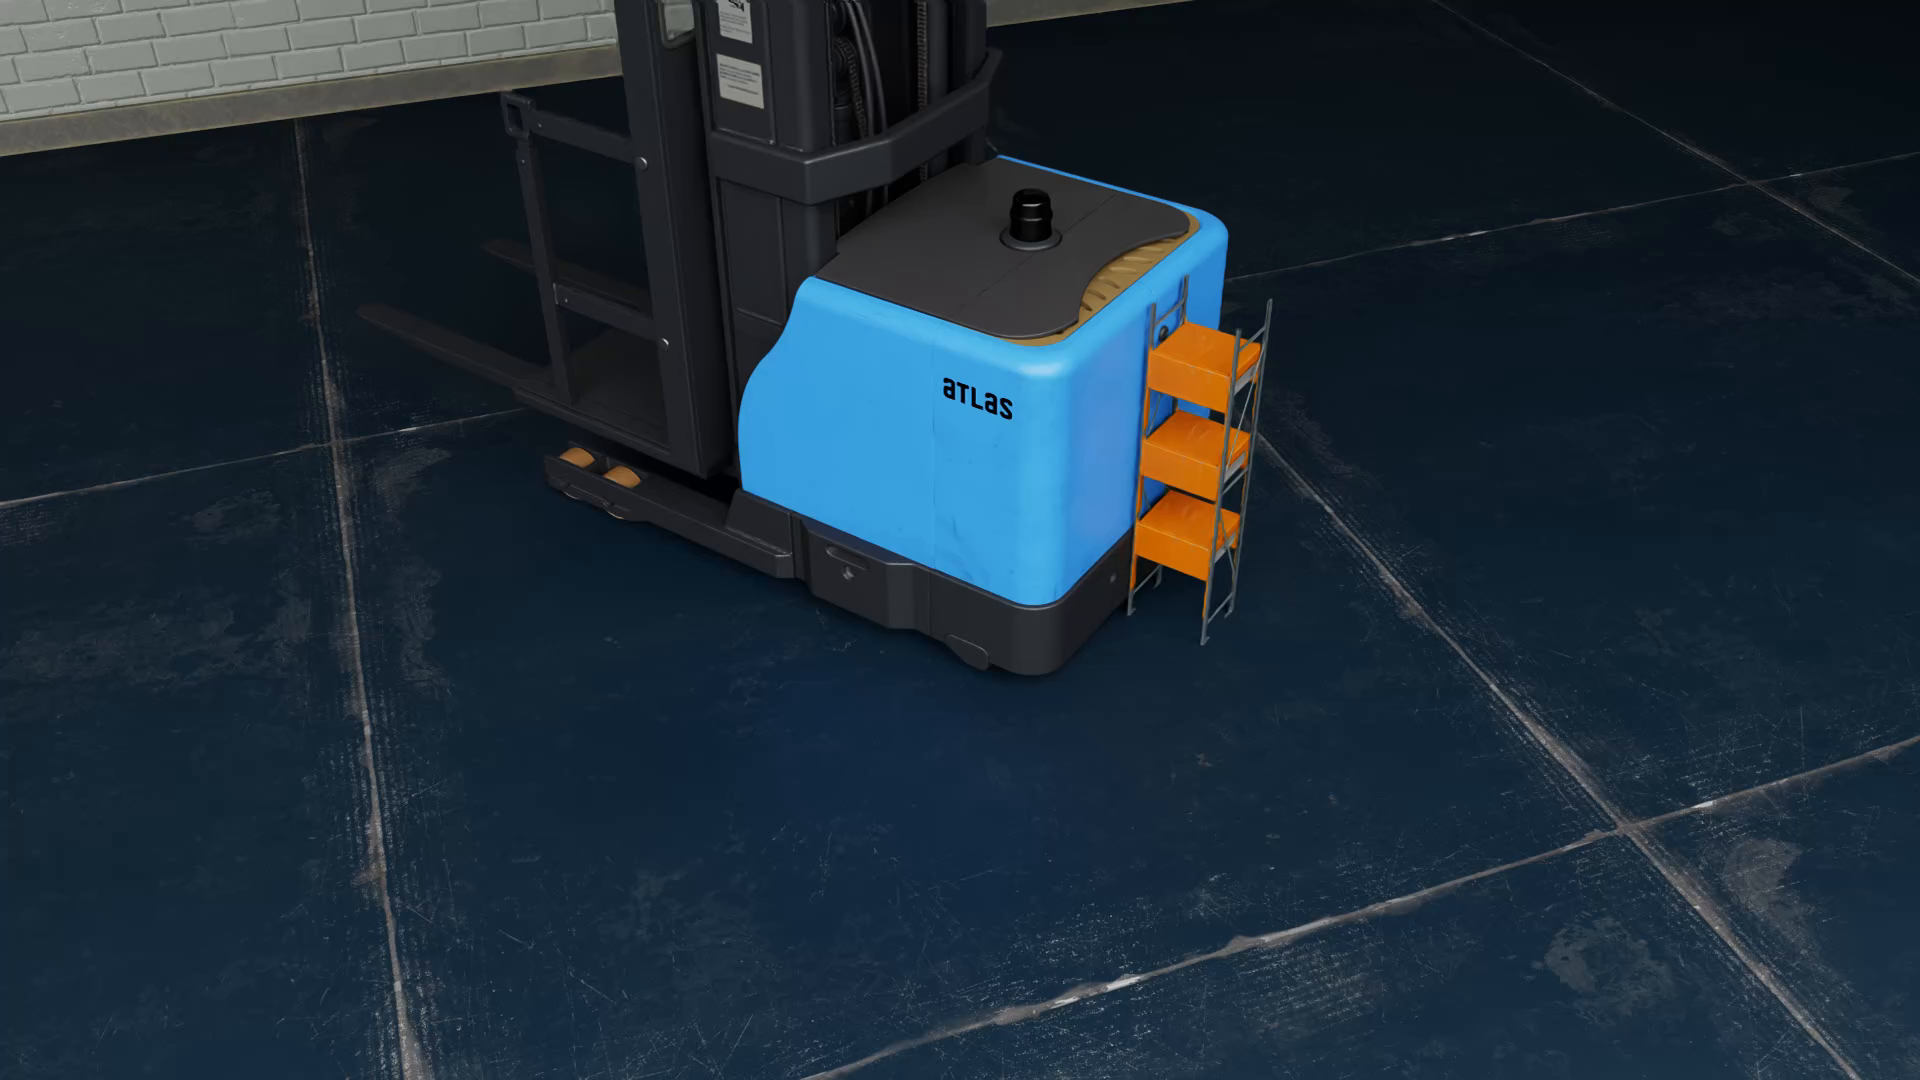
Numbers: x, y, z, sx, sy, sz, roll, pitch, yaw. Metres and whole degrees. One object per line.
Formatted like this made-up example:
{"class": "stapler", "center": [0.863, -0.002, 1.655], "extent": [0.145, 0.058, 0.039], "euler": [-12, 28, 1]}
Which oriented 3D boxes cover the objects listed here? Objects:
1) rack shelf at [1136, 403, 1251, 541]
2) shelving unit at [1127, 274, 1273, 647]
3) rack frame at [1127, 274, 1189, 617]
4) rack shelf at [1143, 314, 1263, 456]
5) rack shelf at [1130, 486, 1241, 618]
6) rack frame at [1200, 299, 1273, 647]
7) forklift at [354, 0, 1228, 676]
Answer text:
{"class": "rack shelf", "center": [0.657, -0.192, 4.650], "extent": [0.240, 0.259, 0.215], "euler": [22, 42, 26]}
{"class": "shelving unit", "center": [0.657, -0.201, 4.644], "extent": [0.252, 1.050, 0.215], "euler": [22, 42, 26]}
{"class": "rack frame", "center": [0.555, -0.242, 4.698], "extent": [0.008, 1.050, 0.200], "euler": [22, 42, 26]}
{"class": "rack shelf", "center": [0.657, -0.419, 4.480], "extent": [0.240, 0.259, 0.215], "euler": [22, 42, 26]}
{"class": "rack shelf", "center": [0.657, 0.030, 4.818], "extent": [0.240, 0.259, 0.215], "euler": [22, 42, 26]}
{"class": "rack frame", "center": [0.758, -0.160, 4.590], "extent": [0.008, 1.050, 0.200], "euler": [22, 42, 26]}
{"class": "forklift", "center": [-0.737, -1.479, 4.777], "extent": [3.031, 2.935, 1.130], "euler": [22, 42, 26]}
